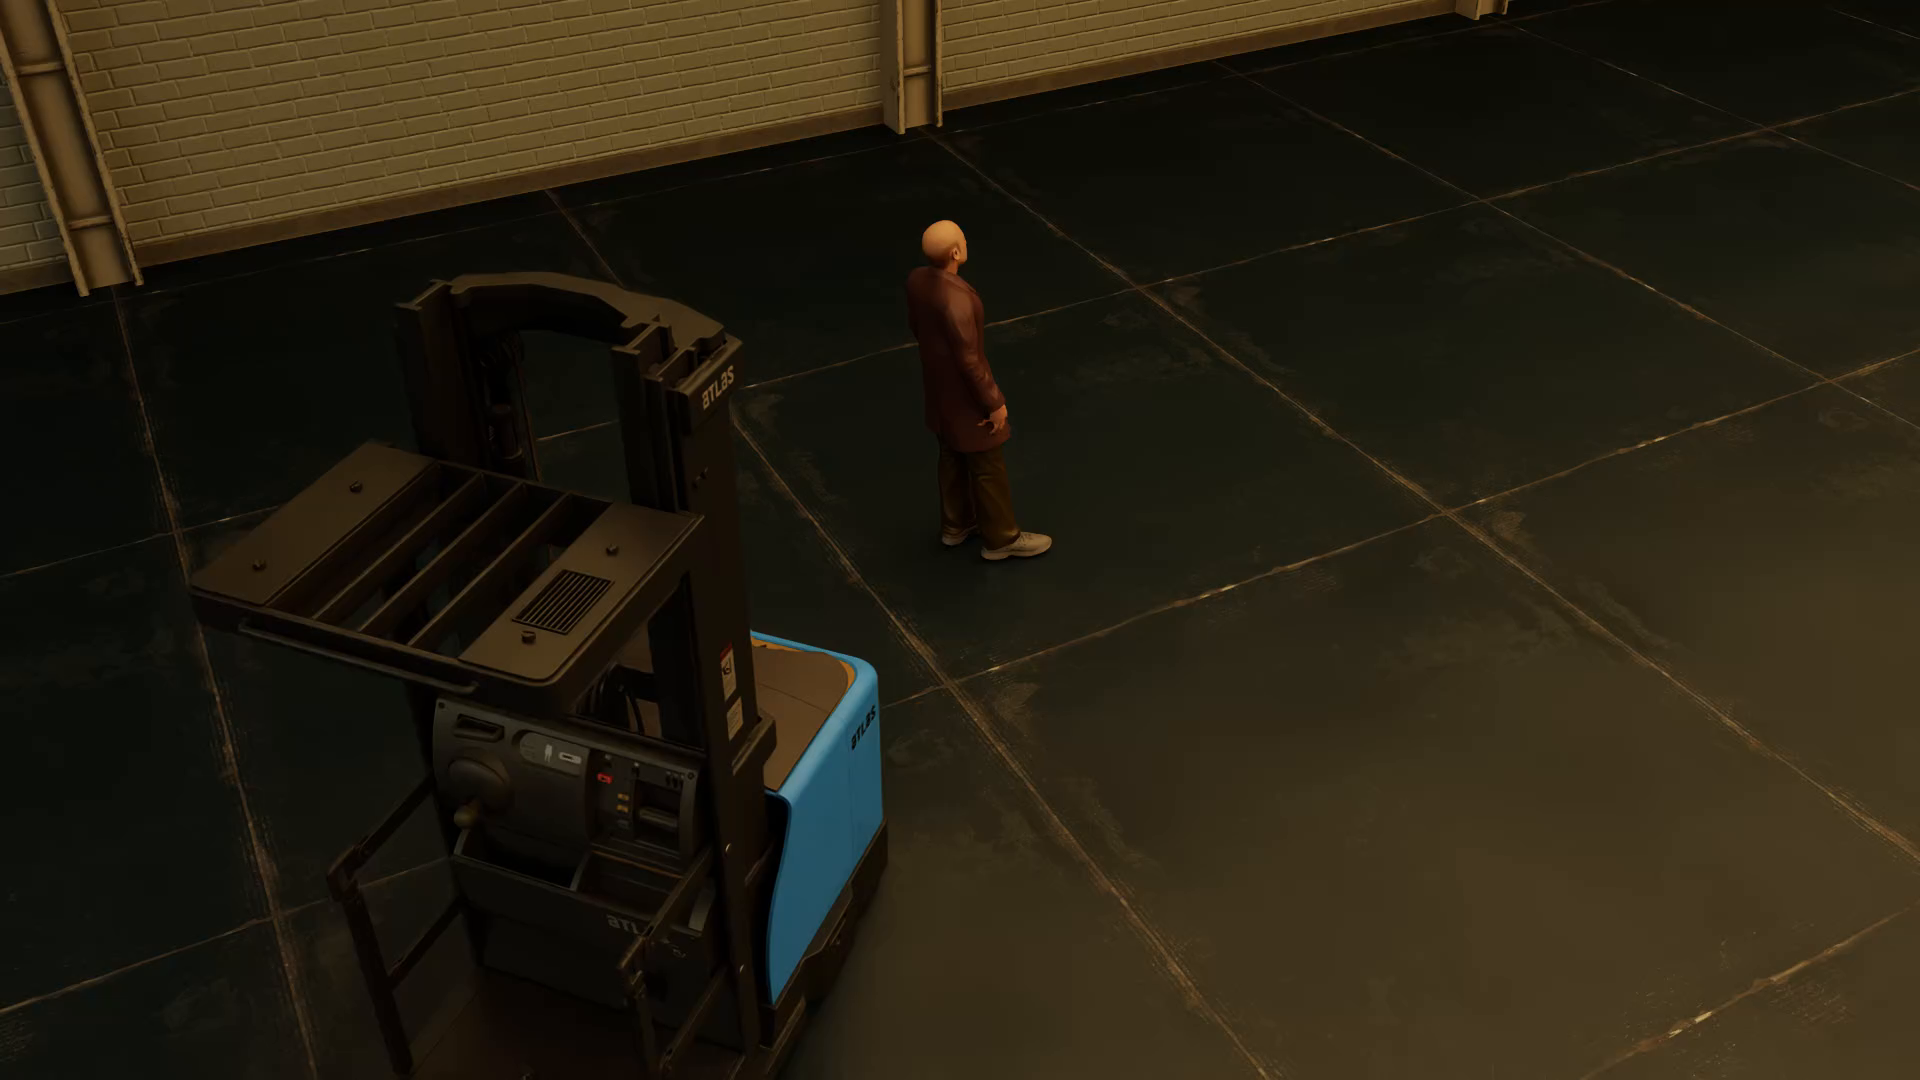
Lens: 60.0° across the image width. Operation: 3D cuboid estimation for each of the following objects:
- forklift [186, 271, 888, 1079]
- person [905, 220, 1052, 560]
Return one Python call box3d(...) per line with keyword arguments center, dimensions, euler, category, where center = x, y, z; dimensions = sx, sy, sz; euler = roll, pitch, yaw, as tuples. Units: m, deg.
box3d(center=(-1.296, 0.823, 4.958), dimensions=(1.130, 2.935, 3.031), euler=(13, 37, 17), category="forklift")
box3d(center=(0.083, -0.755, 8.178), dimensions=(0.579, 1.778, 0.696), euler=(-17, 39, -23), category="person")
